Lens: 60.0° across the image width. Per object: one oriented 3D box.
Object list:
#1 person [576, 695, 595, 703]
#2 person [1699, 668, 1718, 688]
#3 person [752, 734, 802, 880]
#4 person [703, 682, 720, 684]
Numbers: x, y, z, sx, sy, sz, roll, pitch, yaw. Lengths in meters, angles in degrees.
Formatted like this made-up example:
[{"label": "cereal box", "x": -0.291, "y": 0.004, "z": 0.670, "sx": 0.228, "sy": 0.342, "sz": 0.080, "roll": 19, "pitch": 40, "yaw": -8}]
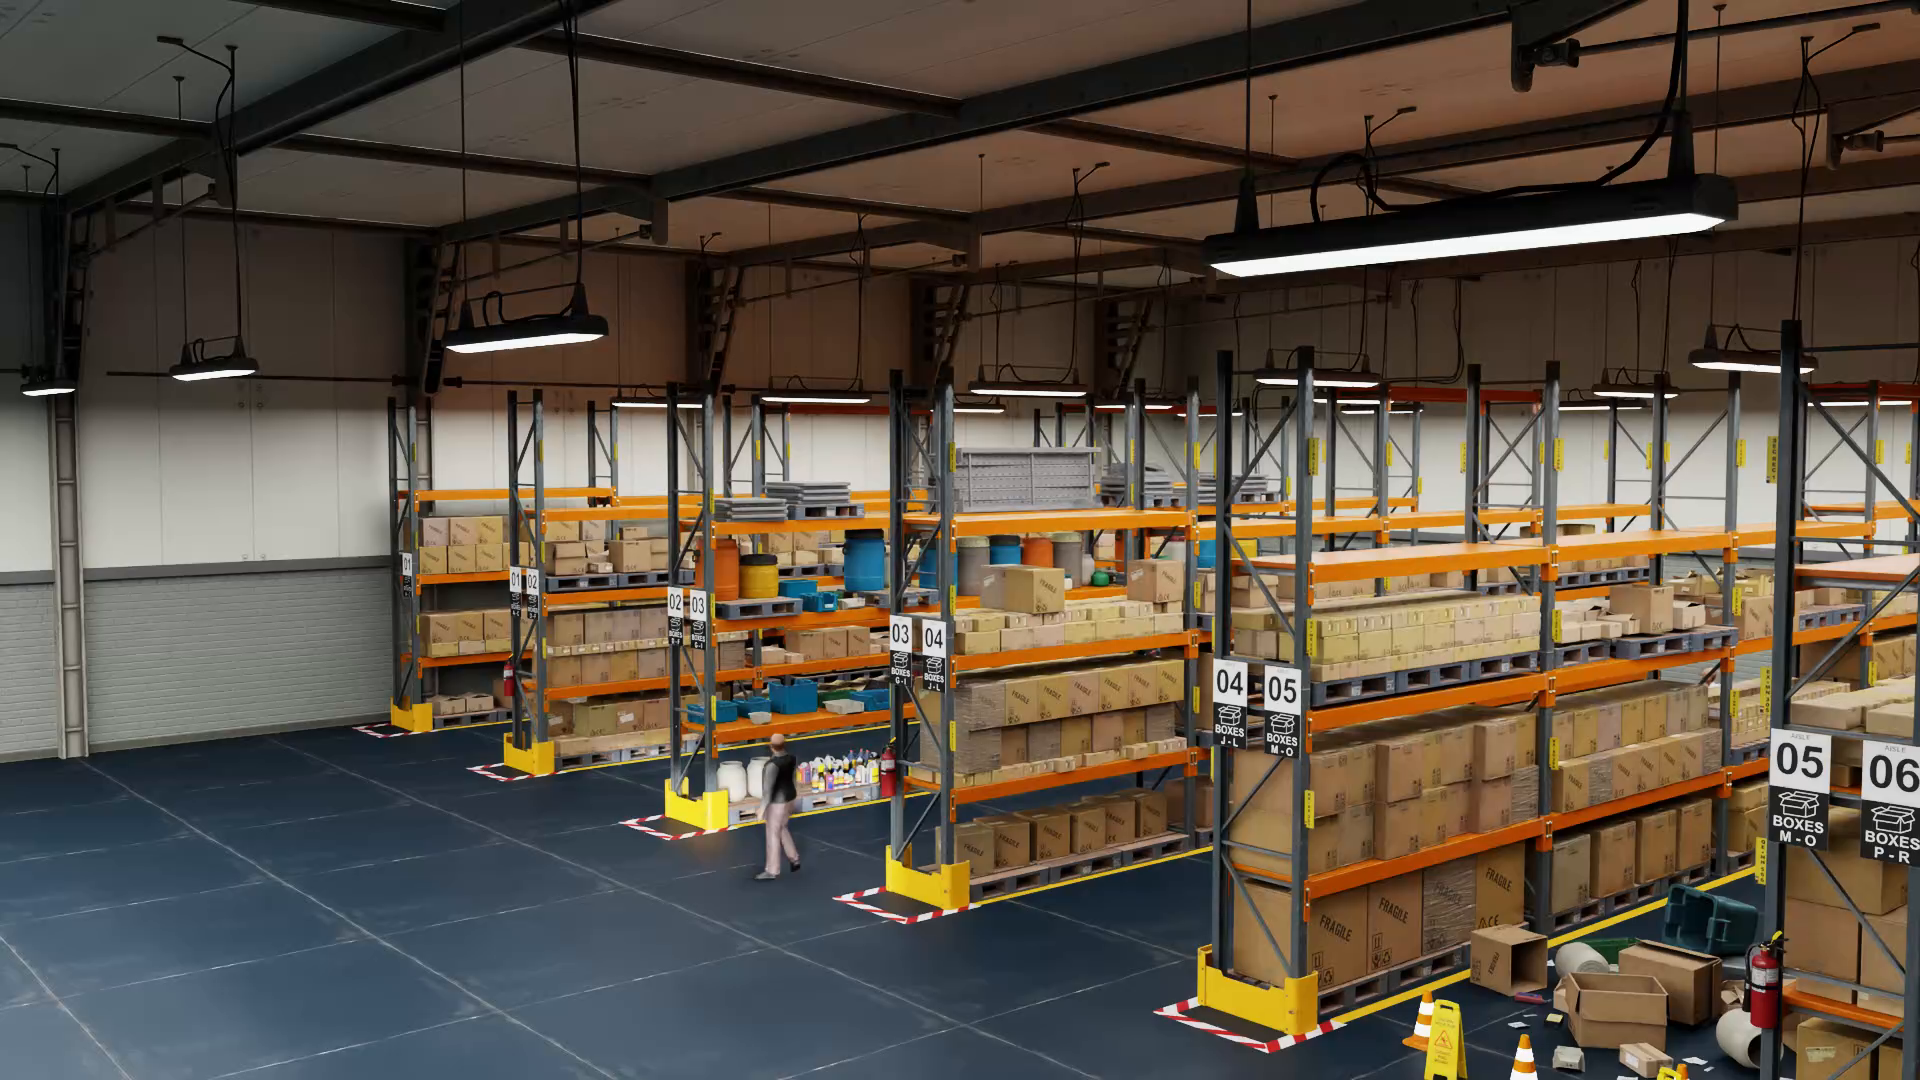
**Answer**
[{"label": "person", "x": -6.586, "y": 2.568, "z": 29.259, "sx": 0.543, "sy": 1.823, "sz": 0.482, "roll": 0, "pitch": 3, "yaw": -5}, {"label": "person", "x": 11.445, "y": 2.854, "z": 25.393, "sx": 0.935, "sy": 1.814, "sz": 0.546, "roll": -3, "pitch": 4, "yaw": -40}, {"label": "person", "x": -2.182, "y": 3.243, "z": 19.771, "sx": 0.450, "sy": 1.538, "sz": 0.630, "roll": 1, "pitch": 4, "yaw": 19}, {"label": "person", "x": -4.672, "y": 2.459, "z": 30.946, "sx": 0.563, "sy": 1.801, "sz": 0.402, "roll": -3, "pitch": 4, "yaw": -39}]
